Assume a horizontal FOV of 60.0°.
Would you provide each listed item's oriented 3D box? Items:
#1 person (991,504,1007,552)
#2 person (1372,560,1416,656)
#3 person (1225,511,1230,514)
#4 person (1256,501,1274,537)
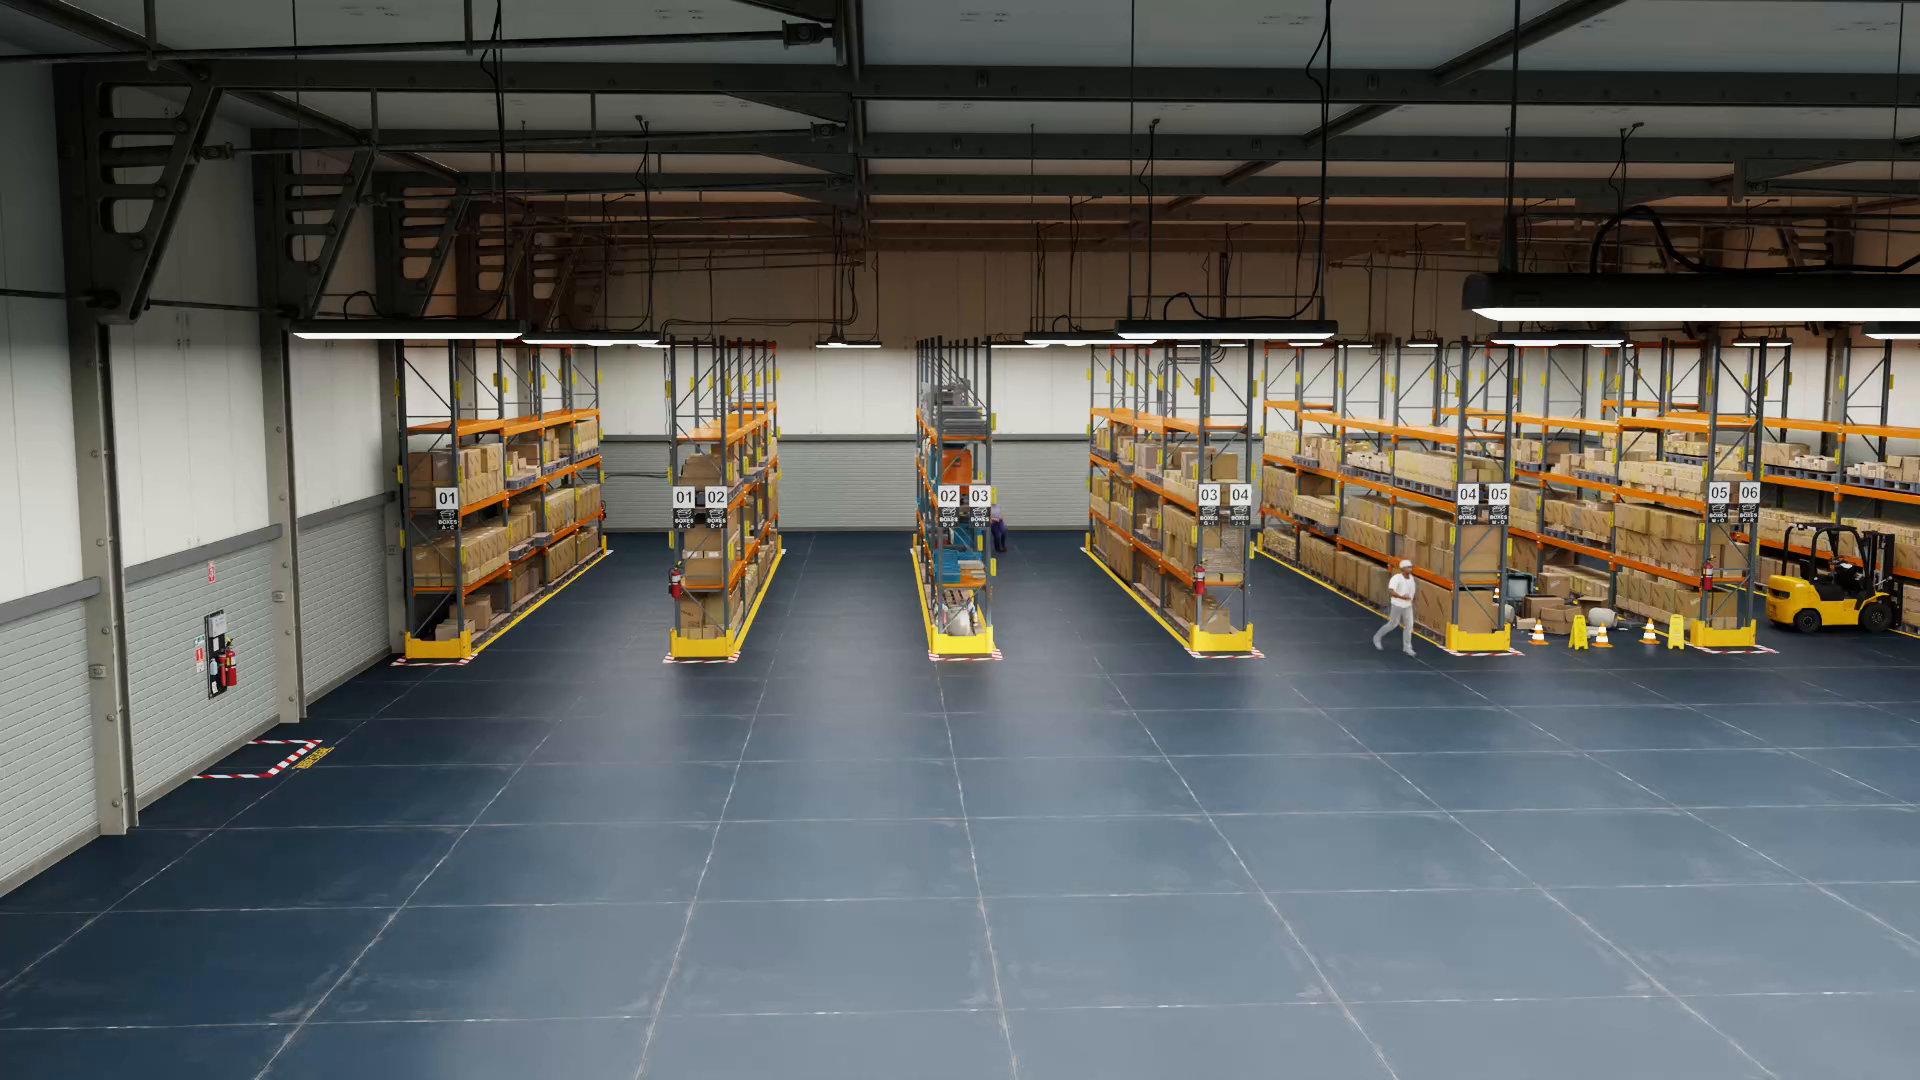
[{"bbox_3d":[1.027,-0.434,47.175,0.608,1.589,0.614,-3,7,-21],"label":"person"},{"bbox_3d":[8.405,1.253,31.637,0.759,1.773,0.923,-4,8,-32],"label":"person"},{"bbox_3d":[7.725,-0.594,48.676,0.721,1.657,0.793,-4,8,-32],"label":"person"},{"bbox_3d":[9.204,-0.746,49.711,0.636,1.683,0.669,-4,8,-32],"label":"person"}]
